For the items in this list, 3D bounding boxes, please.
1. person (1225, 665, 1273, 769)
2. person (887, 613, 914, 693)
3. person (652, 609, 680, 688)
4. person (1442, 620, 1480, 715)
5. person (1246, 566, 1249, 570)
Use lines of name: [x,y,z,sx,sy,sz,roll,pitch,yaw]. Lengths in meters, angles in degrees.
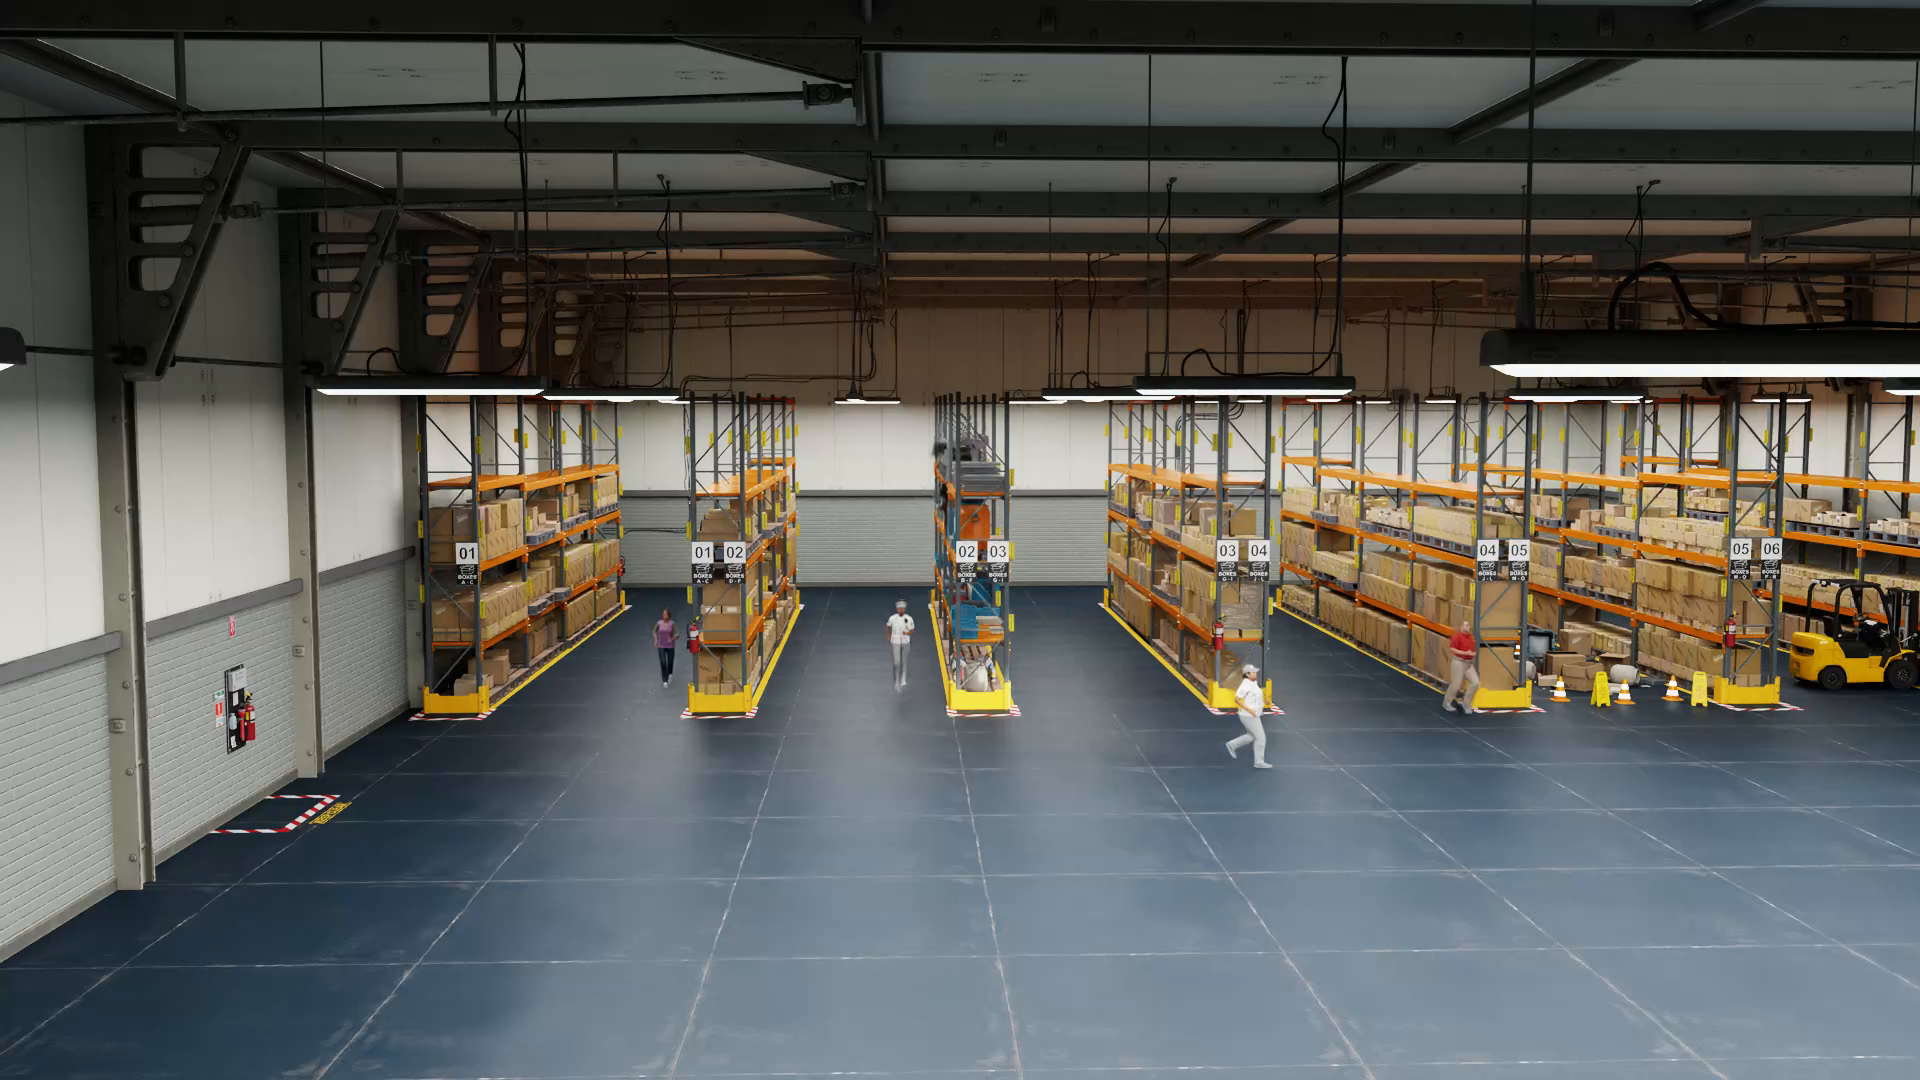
person: [4.621,2.792,26.408,0.730,1.632,0.586,2,5,23]
person: [-1.156,2.185,32.525,0.509,1.511,0.666,-1,5,-6]
person: [-6.017,2.204,34.058,0.558,1.584,0.723,-1,5,-8]
person: [9.404,2.395,31.074,0.660,1.791,0.694,-3,5,-32]
person: [7.947,1.204,45.921,0.664,1.678,0.595,0,5,4]
